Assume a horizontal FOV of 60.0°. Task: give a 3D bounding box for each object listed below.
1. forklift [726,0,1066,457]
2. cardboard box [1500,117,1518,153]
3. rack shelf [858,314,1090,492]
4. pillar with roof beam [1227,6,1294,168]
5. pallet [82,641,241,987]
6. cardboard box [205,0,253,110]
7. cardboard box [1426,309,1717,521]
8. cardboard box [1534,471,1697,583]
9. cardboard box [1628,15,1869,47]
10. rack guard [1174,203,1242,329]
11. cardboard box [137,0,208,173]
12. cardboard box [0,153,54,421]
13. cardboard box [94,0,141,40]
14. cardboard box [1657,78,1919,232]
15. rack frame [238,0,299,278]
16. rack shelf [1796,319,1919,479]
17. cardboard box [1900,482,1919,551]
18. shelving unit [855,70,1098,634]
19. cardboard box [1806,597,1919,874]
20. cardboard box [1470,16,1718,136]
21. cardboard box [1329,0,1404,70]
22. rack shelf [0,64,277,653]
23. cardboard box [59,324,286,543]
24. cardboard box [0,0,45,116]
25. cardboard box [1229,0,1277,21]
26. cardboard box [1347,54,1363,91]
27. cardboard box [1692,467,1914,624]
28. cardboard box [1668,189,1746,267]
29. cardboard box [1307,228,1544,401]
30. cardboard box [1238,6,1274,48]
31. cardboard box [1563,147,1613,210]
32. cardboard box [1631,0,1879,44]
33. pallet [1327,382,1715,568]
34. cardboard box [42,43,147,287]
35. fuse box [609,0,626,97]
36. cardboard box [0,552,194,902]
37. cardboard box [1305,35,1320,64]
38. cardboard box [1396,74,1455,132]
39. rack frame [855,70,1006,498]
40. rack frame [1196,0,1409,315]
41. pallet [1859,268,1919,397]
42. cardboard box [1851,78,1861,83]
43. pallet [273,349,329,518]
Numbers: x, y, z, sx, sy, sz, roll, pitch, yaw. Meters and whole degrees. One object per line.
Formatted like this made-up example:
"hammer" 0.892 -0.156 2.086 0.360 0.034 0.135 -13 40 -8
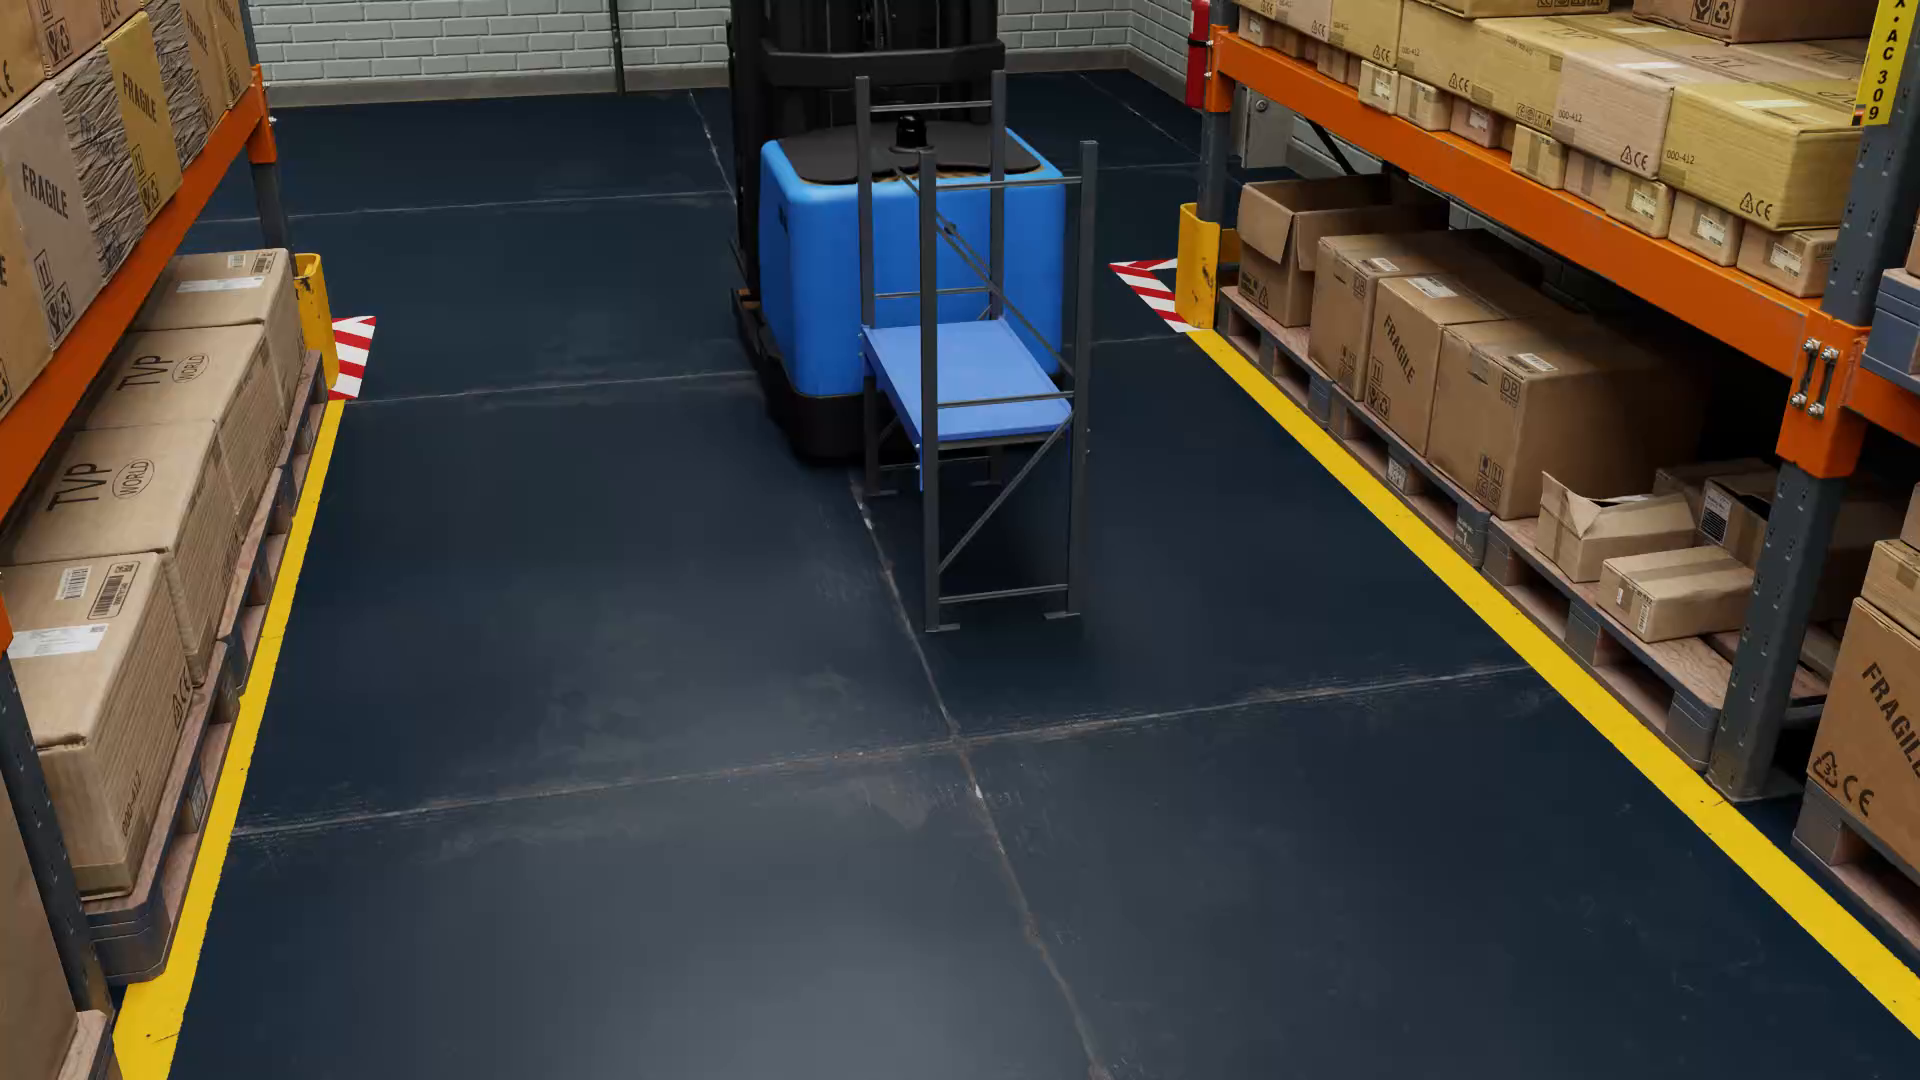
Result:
"forklift" -0.444 -2.263 6.981 1.130 2.935 3.031 -6 27 -12
"cardboard box" 1.954 -1.296 5.267 0.380 0.149 0.250 -6 27 -11
"rack shelf" 0.019 -0.472 5.419 0.538 0.185 1.000 -6 27 -12
"pillar with roof beam" -2.325 -5.990 7.631 9.100 9.000 0.400 -6 27 -12
"pallet" -2.430 0.691 4.147 1.003 0.211 1.213 -6 27 -12
"cardboard box" -2.870 -1.828 5.931 0.500 0.500 0.500 -6 27 -11
"cardboard box" 2.033 -0.432 5.585 0.700 0.500 0.500 -7 28 -14
"cardboard box" 2.008 -0.056 5.100 0.396 0.266 0.258 -5 27 -10
"cardboard box" 2.418 -1.475 5.179 0.500 0.250 0.500 -5 27 -10
"rack guard" 1.616 -1.324 7.819 1.175 0.500 0.348 -6 27 -12
"cardboard box" -2.646 -1.381 5.046 0.500 0.500 0.500 -5 27 -10
"cardboard box" -2.185 -0.489 3.280 0.500 0.500 0.500 -5 27 -10
"cardboard box" -2.529 -1.607 4.384 0.500 0.500 0.500 -6 27 -12
"cardboard box" 2.148 -0.982 4.204 0.500 0.250 0.500 -5 27 -10
"rack frame" -3.236 -1.968 6.320 1.000 3.000 0.127 -6 27 -12
"rack shelf" 2.951 0.481 2.266 1.077 0.370 4.000 -6 27 -12
"cardboard box" 2.381 -0.033 3.745 0.380 0.149 0.250 -6 27 -12
"shelving unit" 0.019 -0.632 5.338 0.538 1.500 1.048 -6 27 -12
"cardboard box" 2.390 0.446 3.846 0.500 0.500 0.500 -5 27 -9
"cardboard box" 1.921 -1.421 5.073 0.500 0.250 0.500 -6 27 -12
"cardboard box" 1.670 -1.870 5.961 0.500 0.250 0.500 -6 27 -13
"rack shelf" -2.785 -0.769 4.743 1.077 0.370 4.000 -6 27 -12
"cardboard box" -2.776 -0.331 5.455 0.875 0.438 0.875 -5 27 -10
"cardboard box" -2.314 -1.159 3.497 0.500 0.500 0.500 -6 27 -12
"cardboard box" 1.439 -2.313 6.840 0.500 0.250 0.500 -6 27 -11
"cardboard box" 1.664 -1.737 6.142 0.380 0.149 0.250 -6 27 -11
"cardboard box" 2.582 -0.019 4.976 0.500 0.311 0.500 -5 27 -10
"cardboard box" 2.103 -0.832 4.348 0.380 0.149 0.250 -5 27 -10
"cardboard box" 1.799 -0.888 6.488 0.700 0.500 0.500 -5 27 -9
"cardboard box" 1.406 -2.189 7.038 0.380 0.149 0.250 -6 27 -12
"cardboard box" 1.988 -1.062 4.803 0.380 0.149 0.250 -5 27 -10
"cardboard box" 2.424 -1.799 4.990 0.500 0.500 0.500 -7 28 -13
"pallet" 2.068 -0.311 6.132 1.003 0.211 1.213 -6 27 -12
"cardboard box" -2.401 -0.930 4.152 0.500 0.500 0.500 -6 27 -11
"fuse box" -2.450 -4.015 11.806 0.539 1.711 0.414 -6 27 -12
"cardboard box" -2.372 0.458 3.892 0.875 0.438 0.875 -6 27 -12
"cardboard box" 1.601 -1.971 6.604 0.380 0.149 0.250 -6 27 -12
"cardboard box" 1.727 -1.505 5.682 0.380 0.149 0.250 -5 27 -10
"rack frame" -0.095 -0.855 5.780 0.500 1.500 0.032 -6 27 -12
"rack frame" 1.599 -2.474 7.322 1.000 3.000 0.127 -6 27 -12
"pallet" 2.574 -0.270 3.169 1.003 0.211 1.213 -6 27 -12
"cardboard box" 2.652 -1.028 4.295 0.500 0.250 0.500 -6 27 -12
"pallet" -2.980 -0.380 6.269 1.003 0.211 1.213 -6 27 -12
